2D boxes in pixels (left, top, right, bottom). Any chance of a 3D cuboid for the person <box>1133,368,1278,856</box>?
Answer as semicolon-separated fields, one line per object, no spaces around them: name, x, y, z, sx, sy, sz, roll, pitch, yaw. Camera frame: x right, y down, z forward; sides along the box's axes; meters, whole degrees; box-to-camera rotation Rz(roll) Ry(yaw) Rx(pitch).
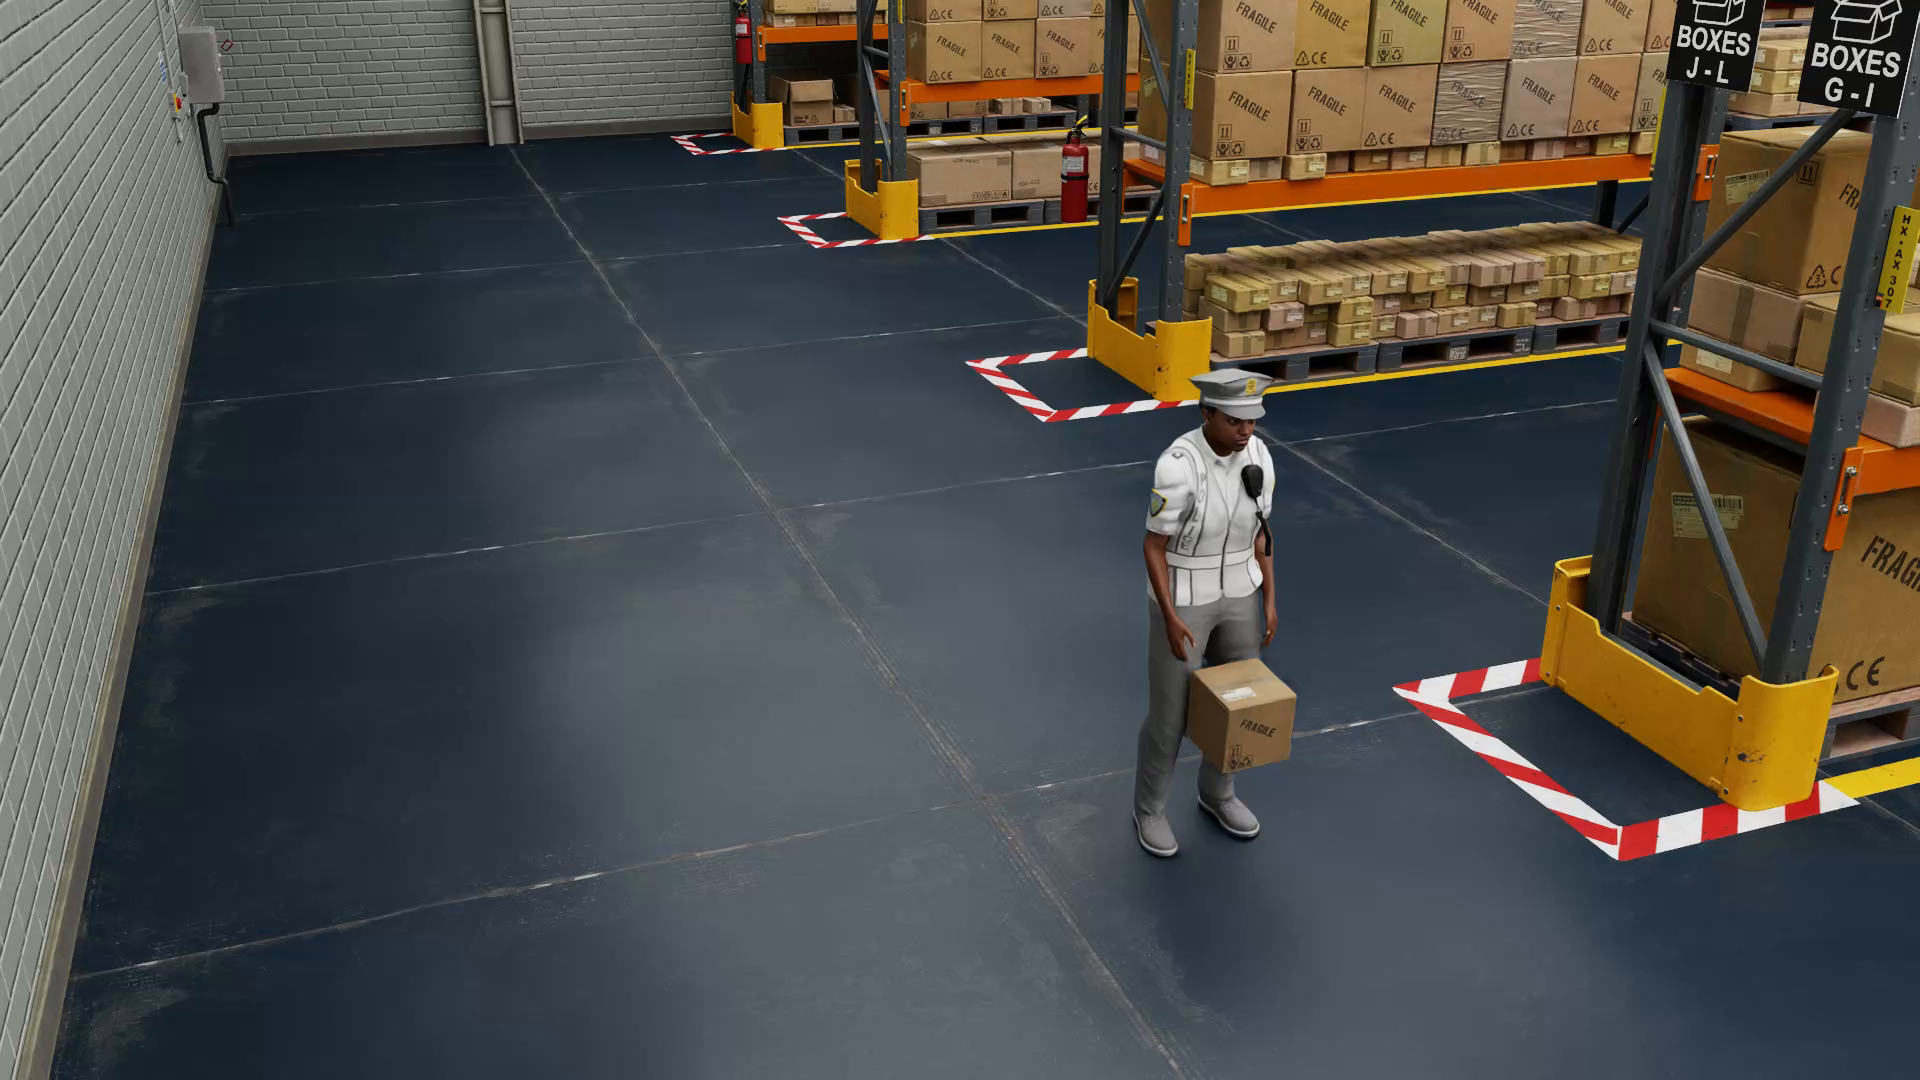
person;0.819;0.220;5.550;0.492;1.672;0.372;-9;24;-20
